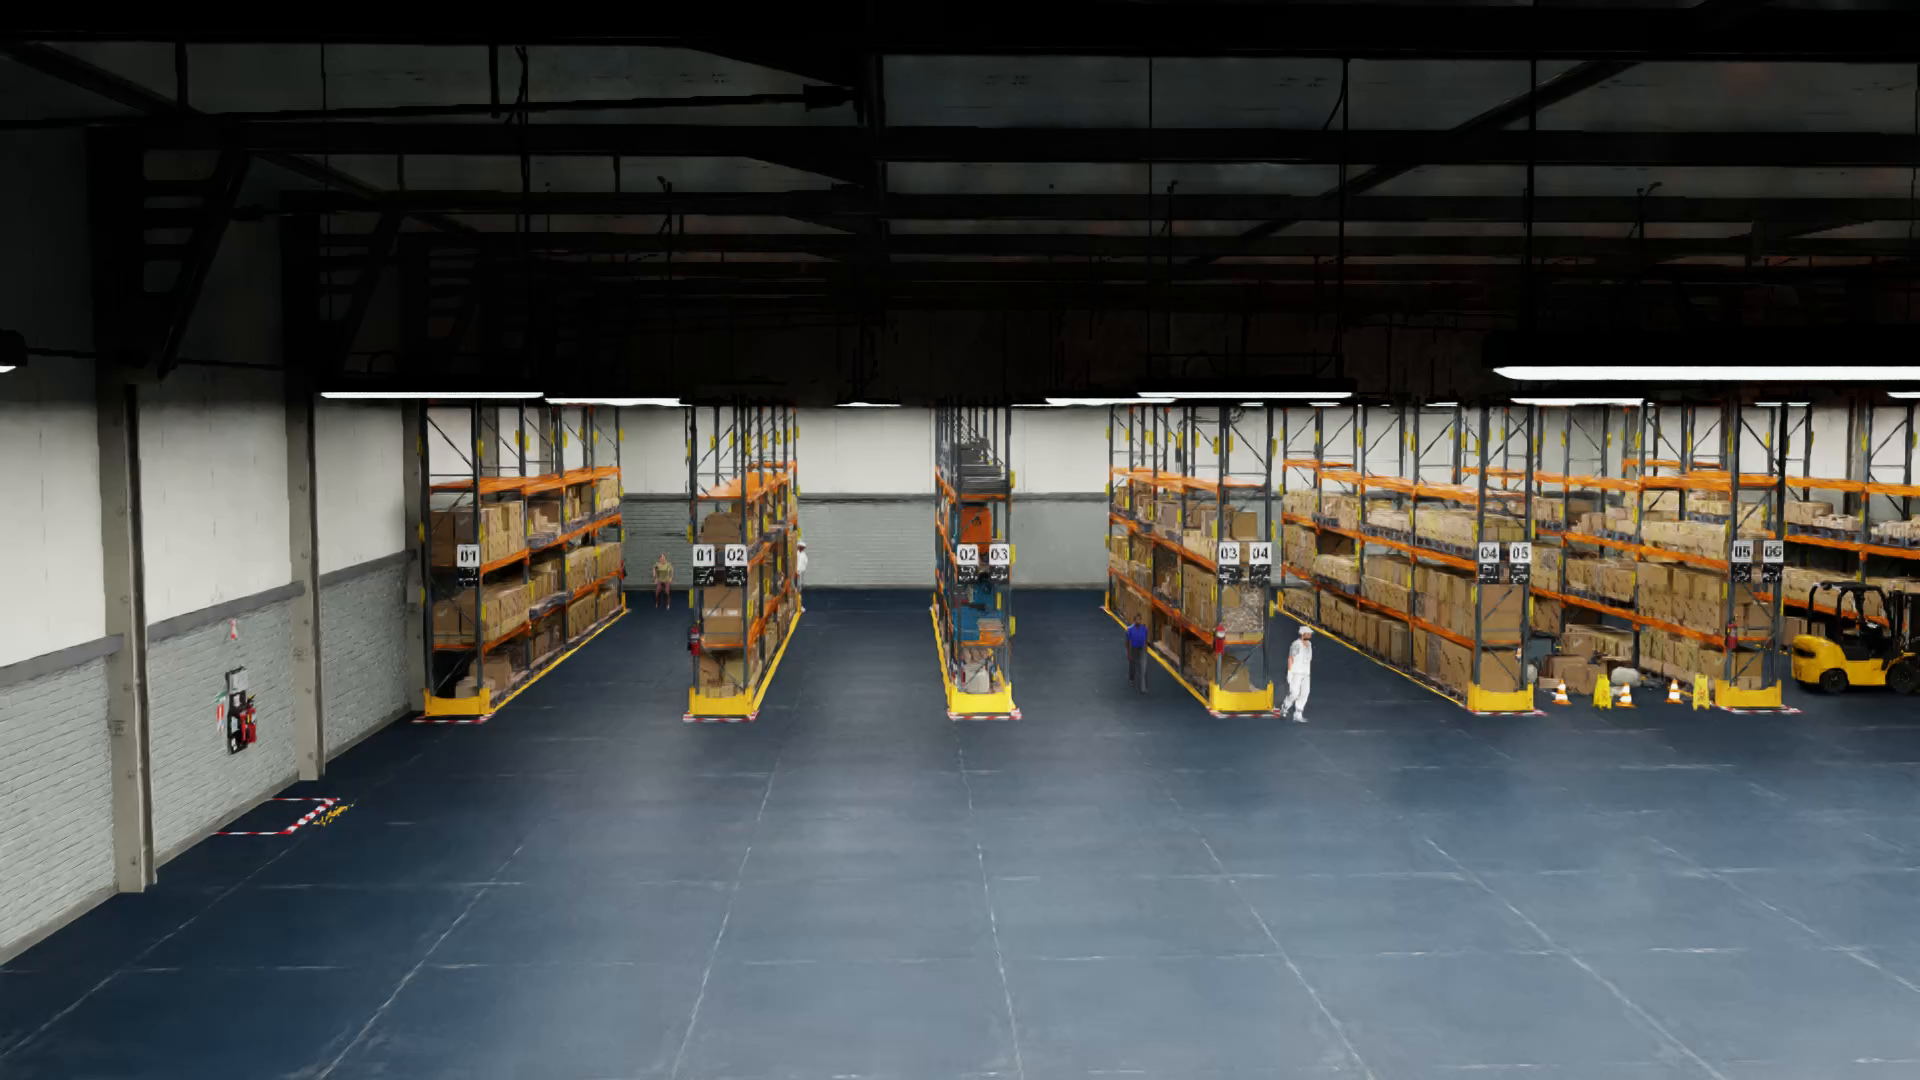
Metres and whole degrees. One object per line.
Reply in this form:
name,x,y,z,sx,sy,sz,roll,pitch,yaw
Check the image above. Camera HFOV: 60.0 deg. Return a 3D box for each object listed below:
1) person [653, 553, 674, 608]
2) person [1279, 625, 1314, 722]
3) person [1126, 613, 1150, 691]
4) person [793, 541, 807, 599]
person,-8.515,1.168,47.714,0.598,1.619,0.507,0,5,-4
person,6.177,2.440,30.497,0.589,1.777,0.577,-3,6,-37
person,3.602,2.255,33.860,0.447,1.574,1.088,0,4,0
person,-4.873,0.911,49.843,0.464,1.761,0.720,2,5,26
